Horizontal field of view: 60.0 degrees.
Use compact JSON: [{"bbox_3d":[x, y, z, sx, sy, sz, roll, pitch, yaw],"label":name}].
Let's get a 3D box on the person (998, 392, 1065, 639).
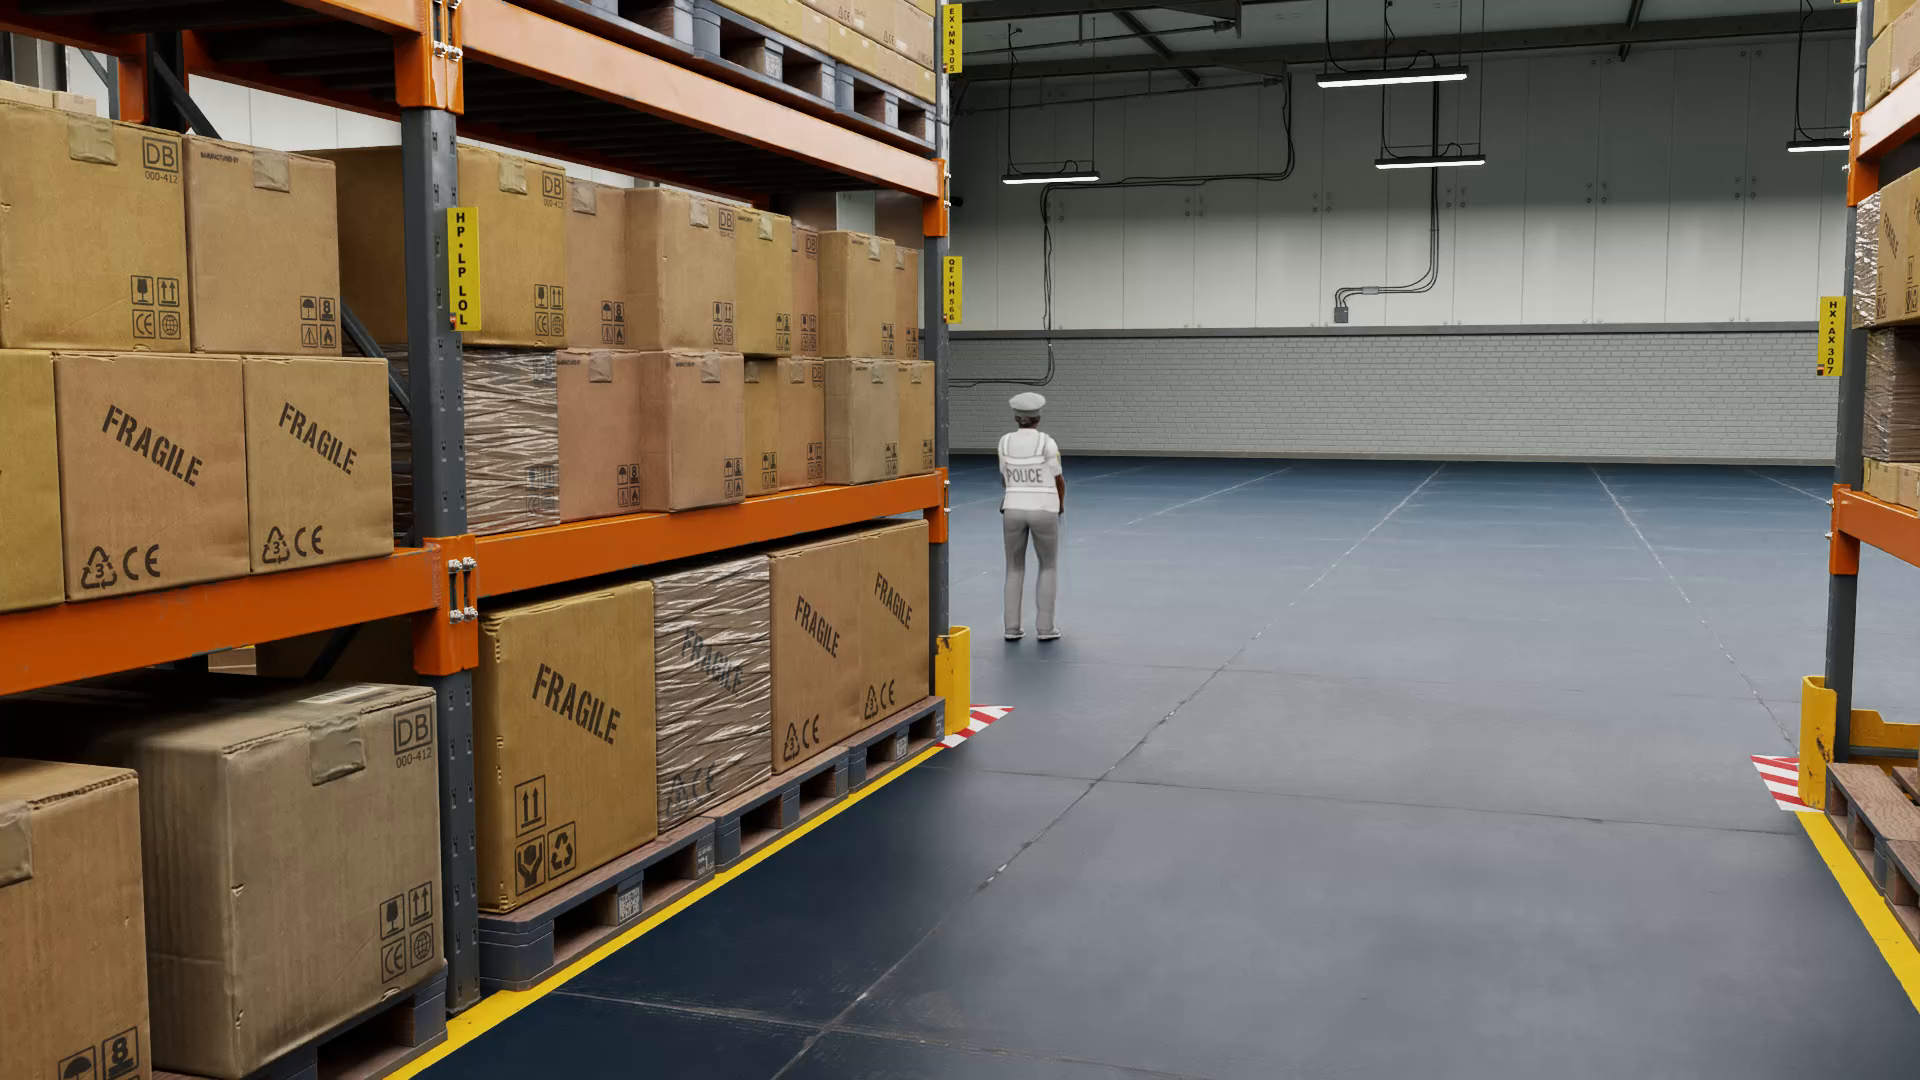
[{"bbox_3d":[0.507,-0.164,11.390,0.448,1.692,0.510,2,6,19],"label":"person"}]
